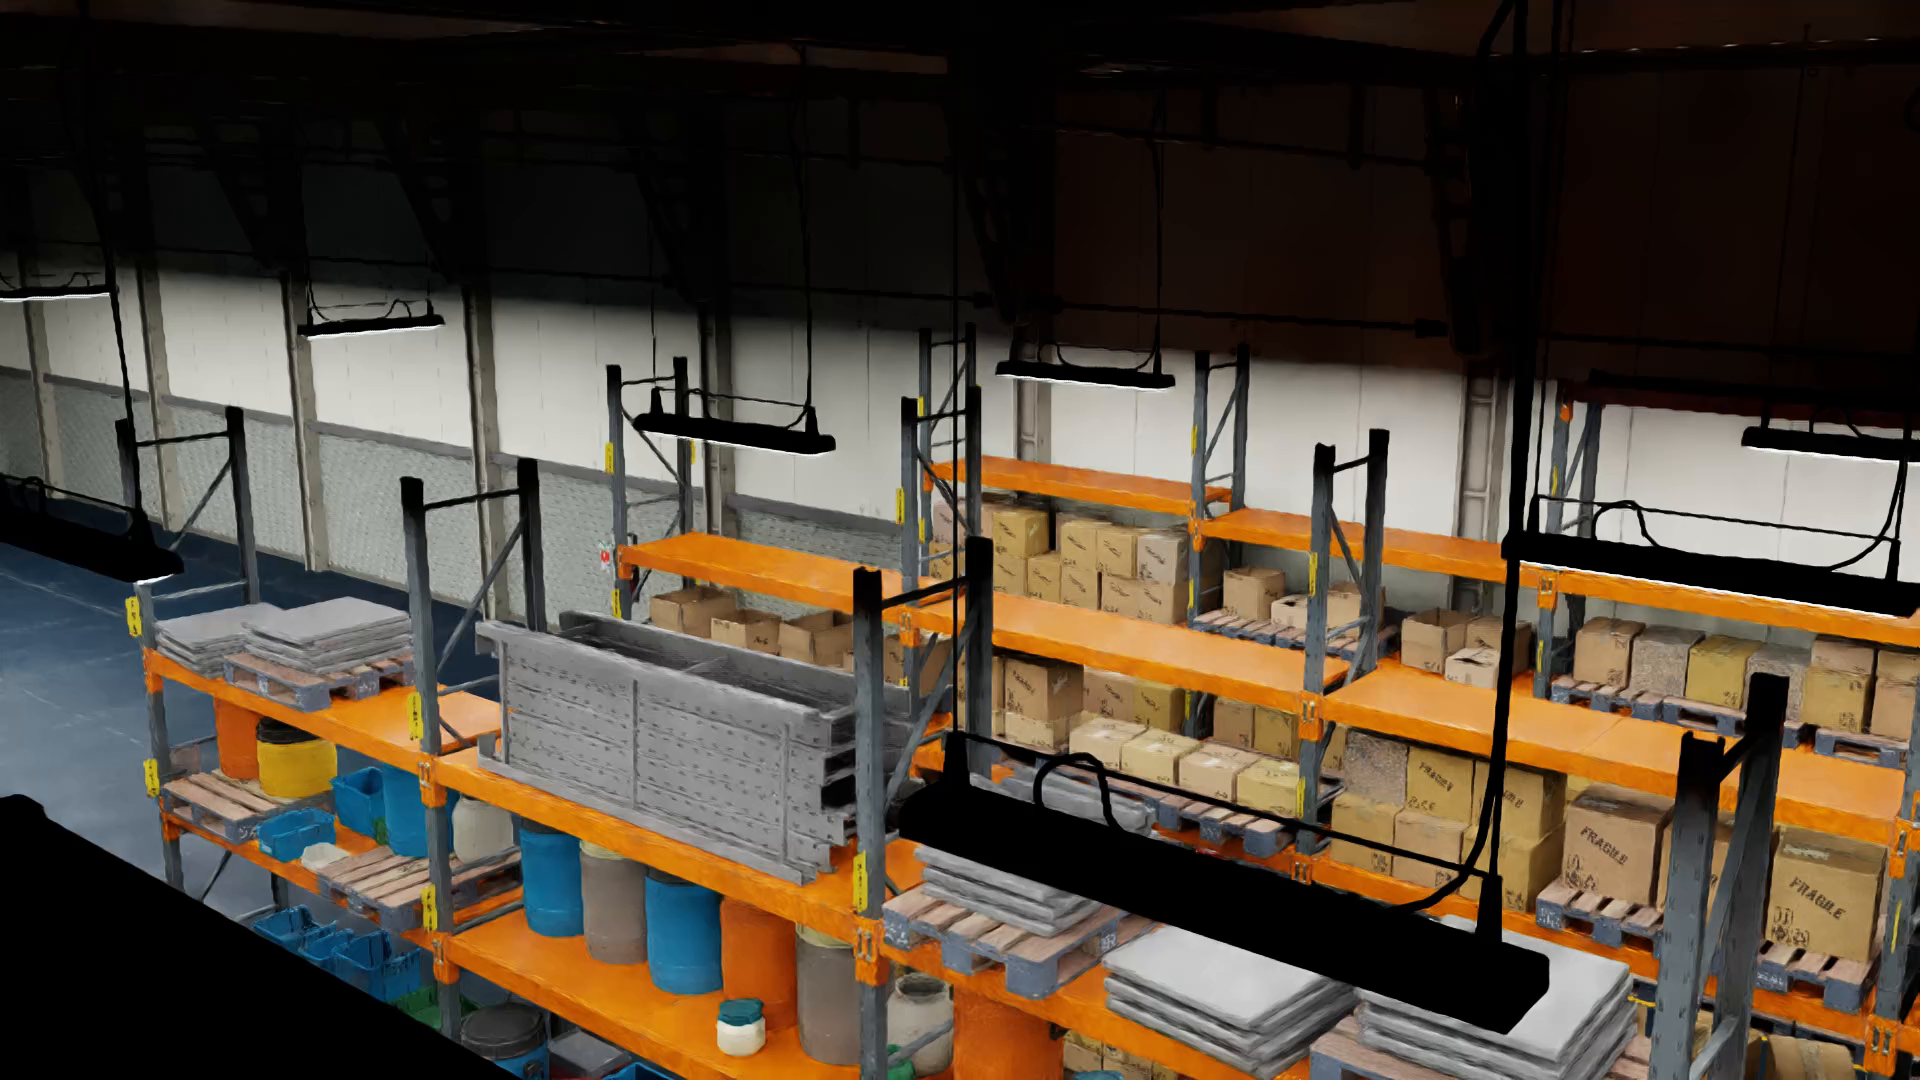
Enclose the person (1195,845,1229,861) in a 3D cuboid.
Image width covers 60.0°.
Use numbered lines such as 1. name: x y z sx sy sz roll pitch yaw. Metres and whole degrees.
1. person: 2.713 3.332 17.382 0.577 1.785 0.655 -5 13 -19
